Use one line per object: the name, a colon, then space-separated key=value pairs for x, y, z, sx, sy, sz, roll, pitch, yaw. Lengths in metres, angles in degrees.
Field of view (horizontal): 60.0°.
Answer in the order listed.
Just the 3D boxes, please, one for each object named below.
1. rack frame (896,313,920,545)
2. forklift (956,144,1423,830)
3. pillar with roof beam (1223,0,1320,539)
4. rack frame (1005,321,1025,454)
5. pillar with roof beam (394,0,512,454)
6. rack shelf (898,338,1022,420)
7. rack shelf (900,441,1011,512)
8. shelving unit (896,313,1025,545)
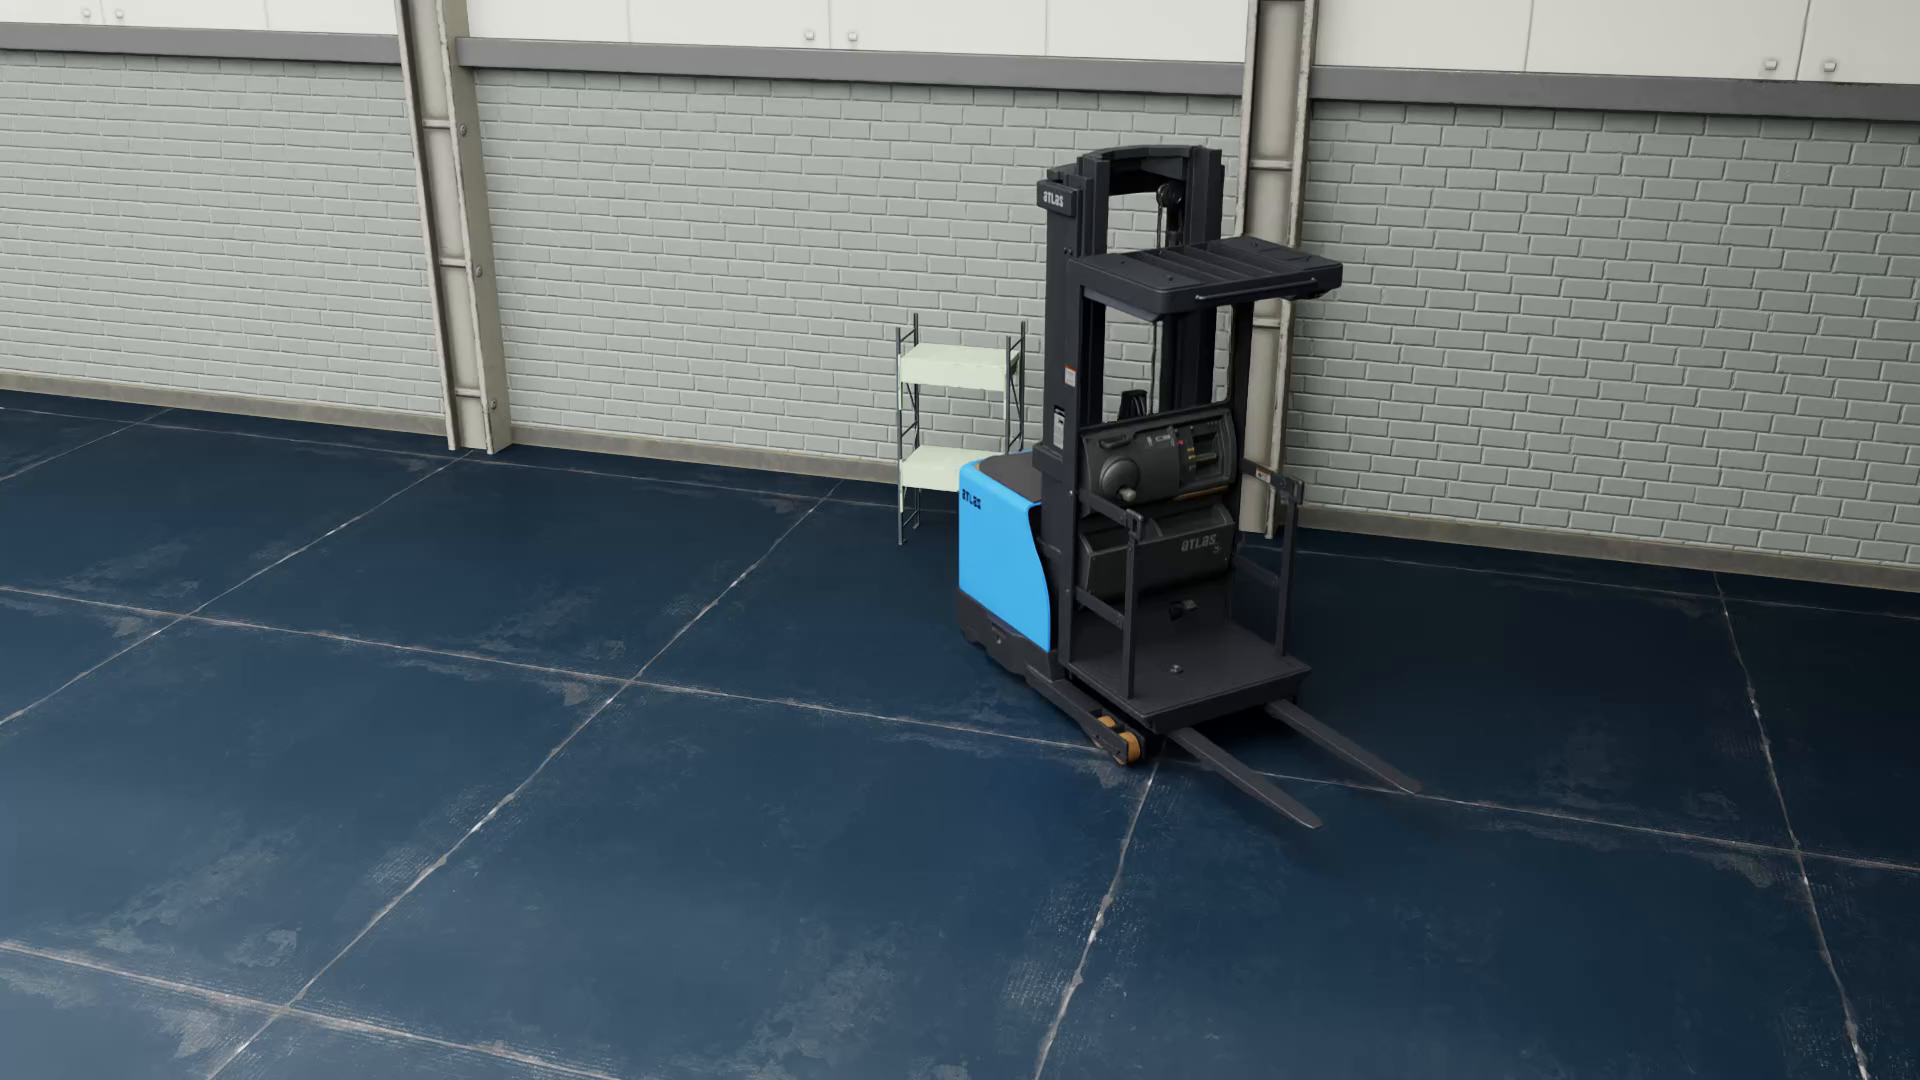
rack frame: x=-0.344 y=-0.733 z=11.081 sx=0.023 sy=1.500 sz=0.400 roll=7 pitch=23 yaw=16
forklift: x=1.142 y=-0.409 z=8.404 sx=1.130 sy=2.935 sz=3.031 roll=-12 pitch=25 yaw=-27
pillar with roof beam: x=0.737 y=-2.684 z=5.955 sx=0.400 sy=9.000 sz=9.100 roll=7 pitch=23 yaw=16
rack frame: x=0.357 y=-0.653 z=10.886 sx=0.023 sy=1.500 sz=0.400 roll=7 pitch=23 yaw=16
pillar with roof beam: x=-5.007 y=-3.341 z=7.558 sx=0.400 sy=9.000 sz=9.100 roll=7 pitch=23 yaw=16
rack shelf: x=0.006 y=-1.054 z=10.836 sx=0.720 sy=0.370 sz=0.431 roll=7 pitch=23 yaw=16
rack shelf: x=0.006 y=-0.392 z=11.107 sx=0.720 sy=0.370 sz=0.431 roll=7 pitch=23 yaw=16
shelving unit: x=0.006 y=-0.693 z=10.984 sx=0.755 sy=1.500 sz=0.431 roll=7 pitch=23 yaw=16
